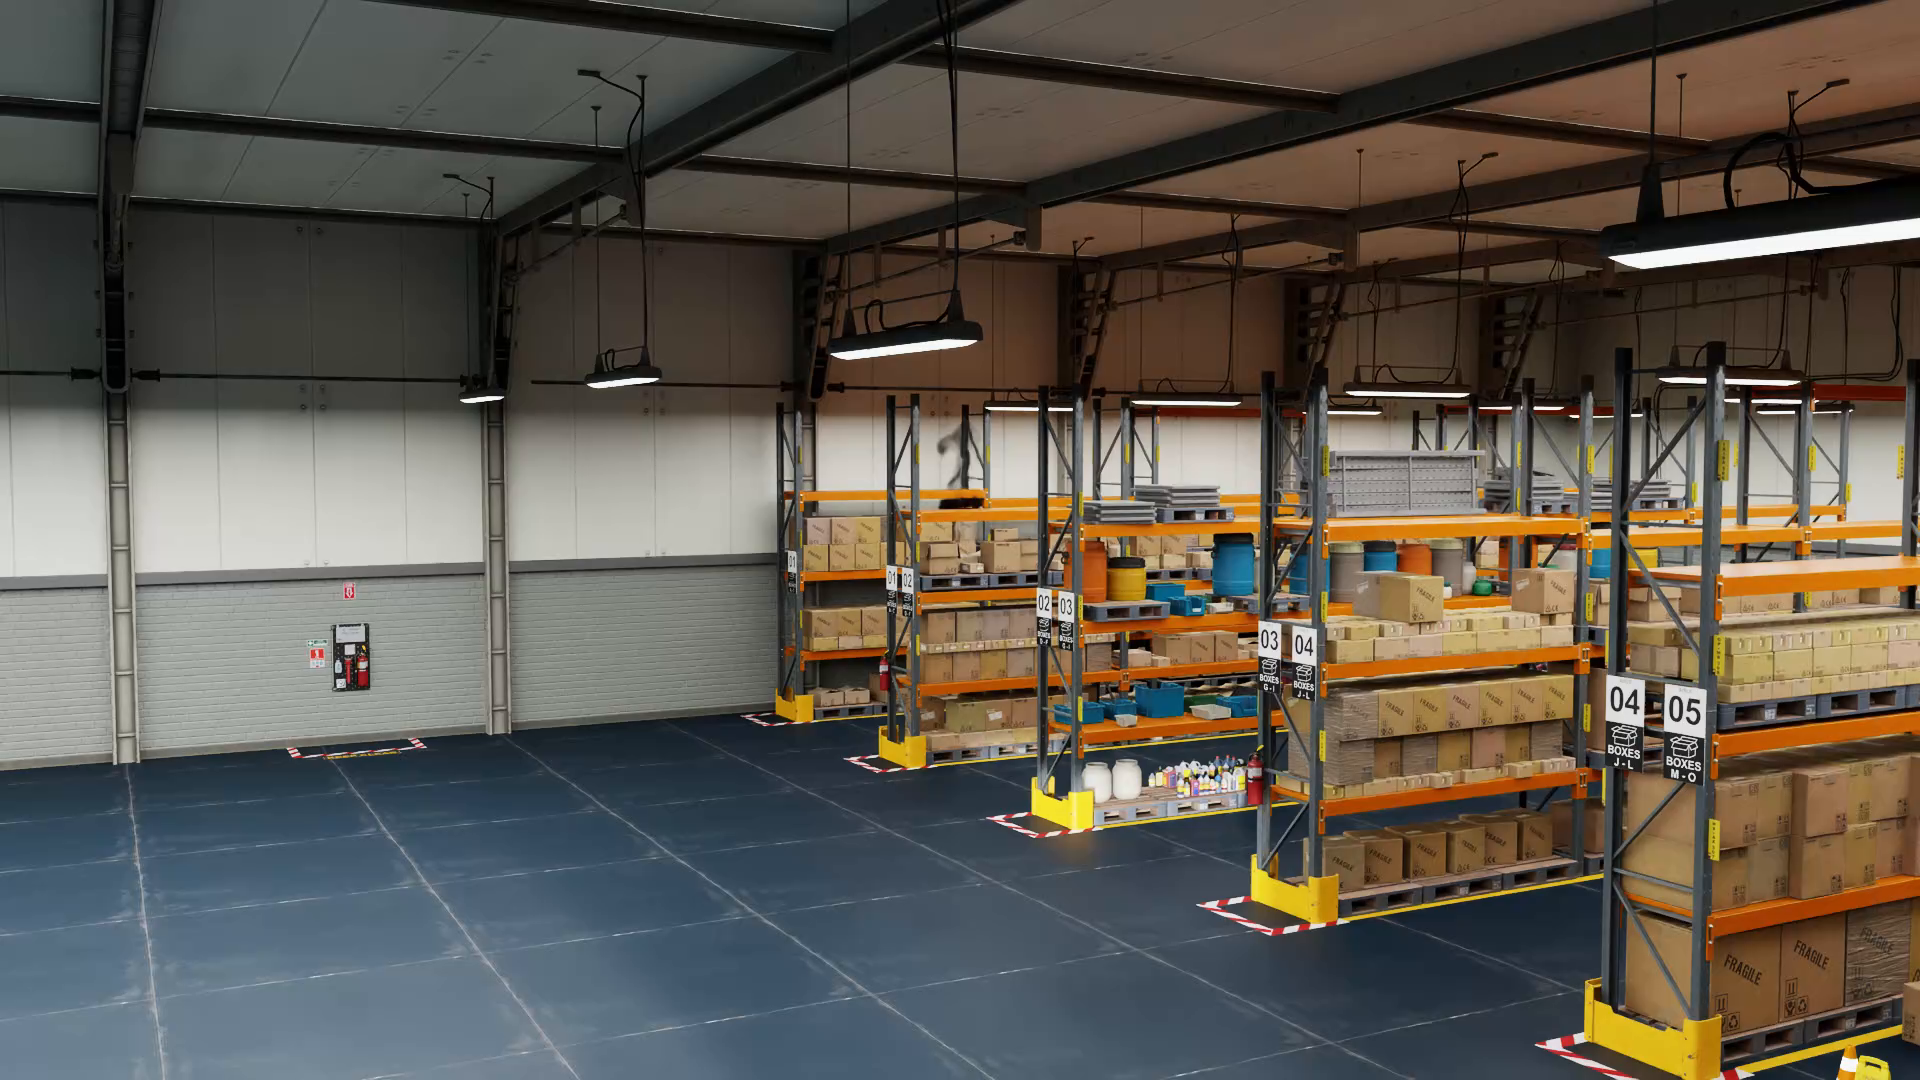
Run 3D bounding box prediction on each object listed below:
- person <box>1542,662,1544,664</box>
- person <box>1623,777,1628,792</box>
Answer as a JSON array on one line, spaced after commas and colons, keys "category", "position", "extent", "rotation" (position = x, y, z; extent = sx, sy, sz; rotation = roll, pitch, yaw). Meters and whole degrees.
[{"category": "person", "position": [10.783, 2.636, 30.276], "extent": [0.758, 1.628, 0.574], "rotation": [-2, 4, -33]}, {"category": "person", "position": [9.570, 2.972, 23.567], "extent": [0.603, 1.746, 0.665], "rotation": [-1, 3, -22]}]
